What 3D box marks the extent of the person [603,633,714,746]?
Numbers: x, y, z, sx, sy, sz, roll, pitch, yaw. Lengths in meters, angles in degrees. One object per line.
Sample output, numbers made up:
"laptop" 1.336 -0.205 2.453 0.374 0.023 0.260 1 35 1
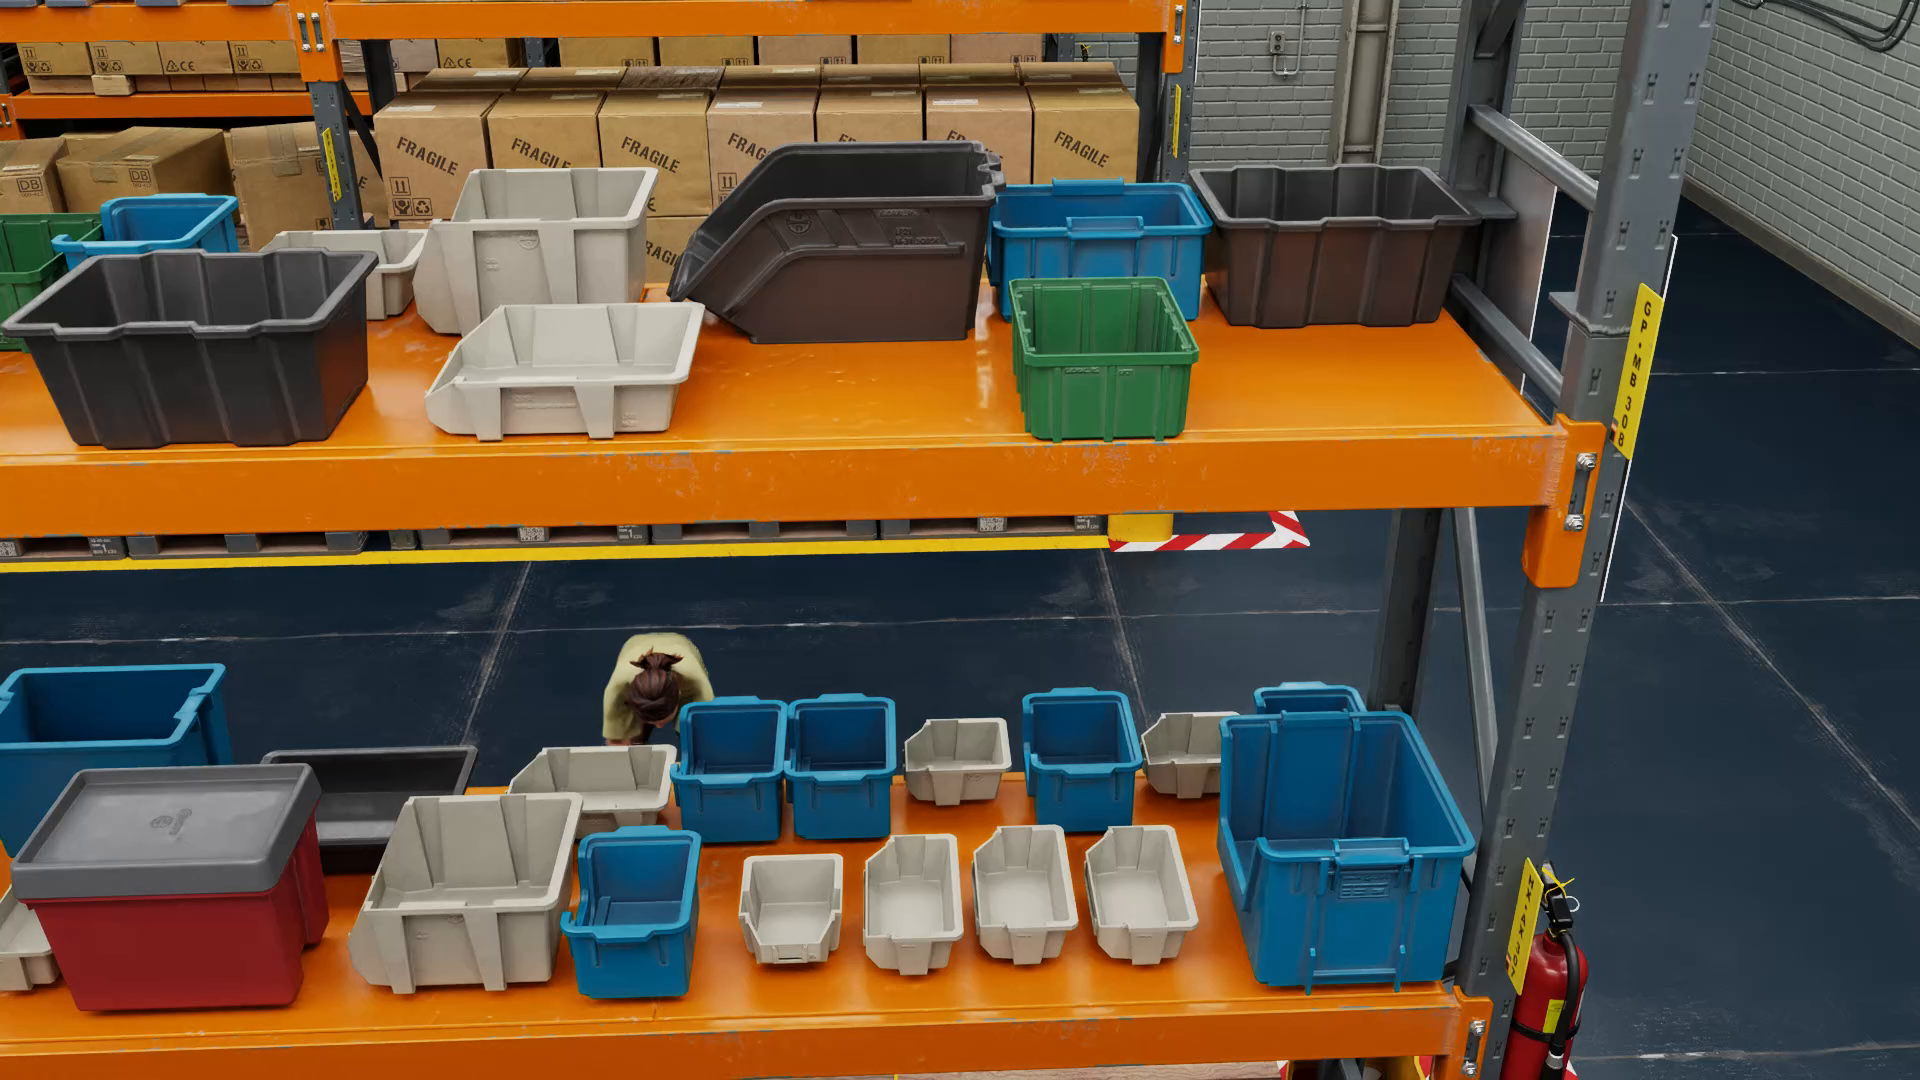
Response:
"person" -1.166 0.745 6.511 0.464 0.927 0.831 -2 28 -4
